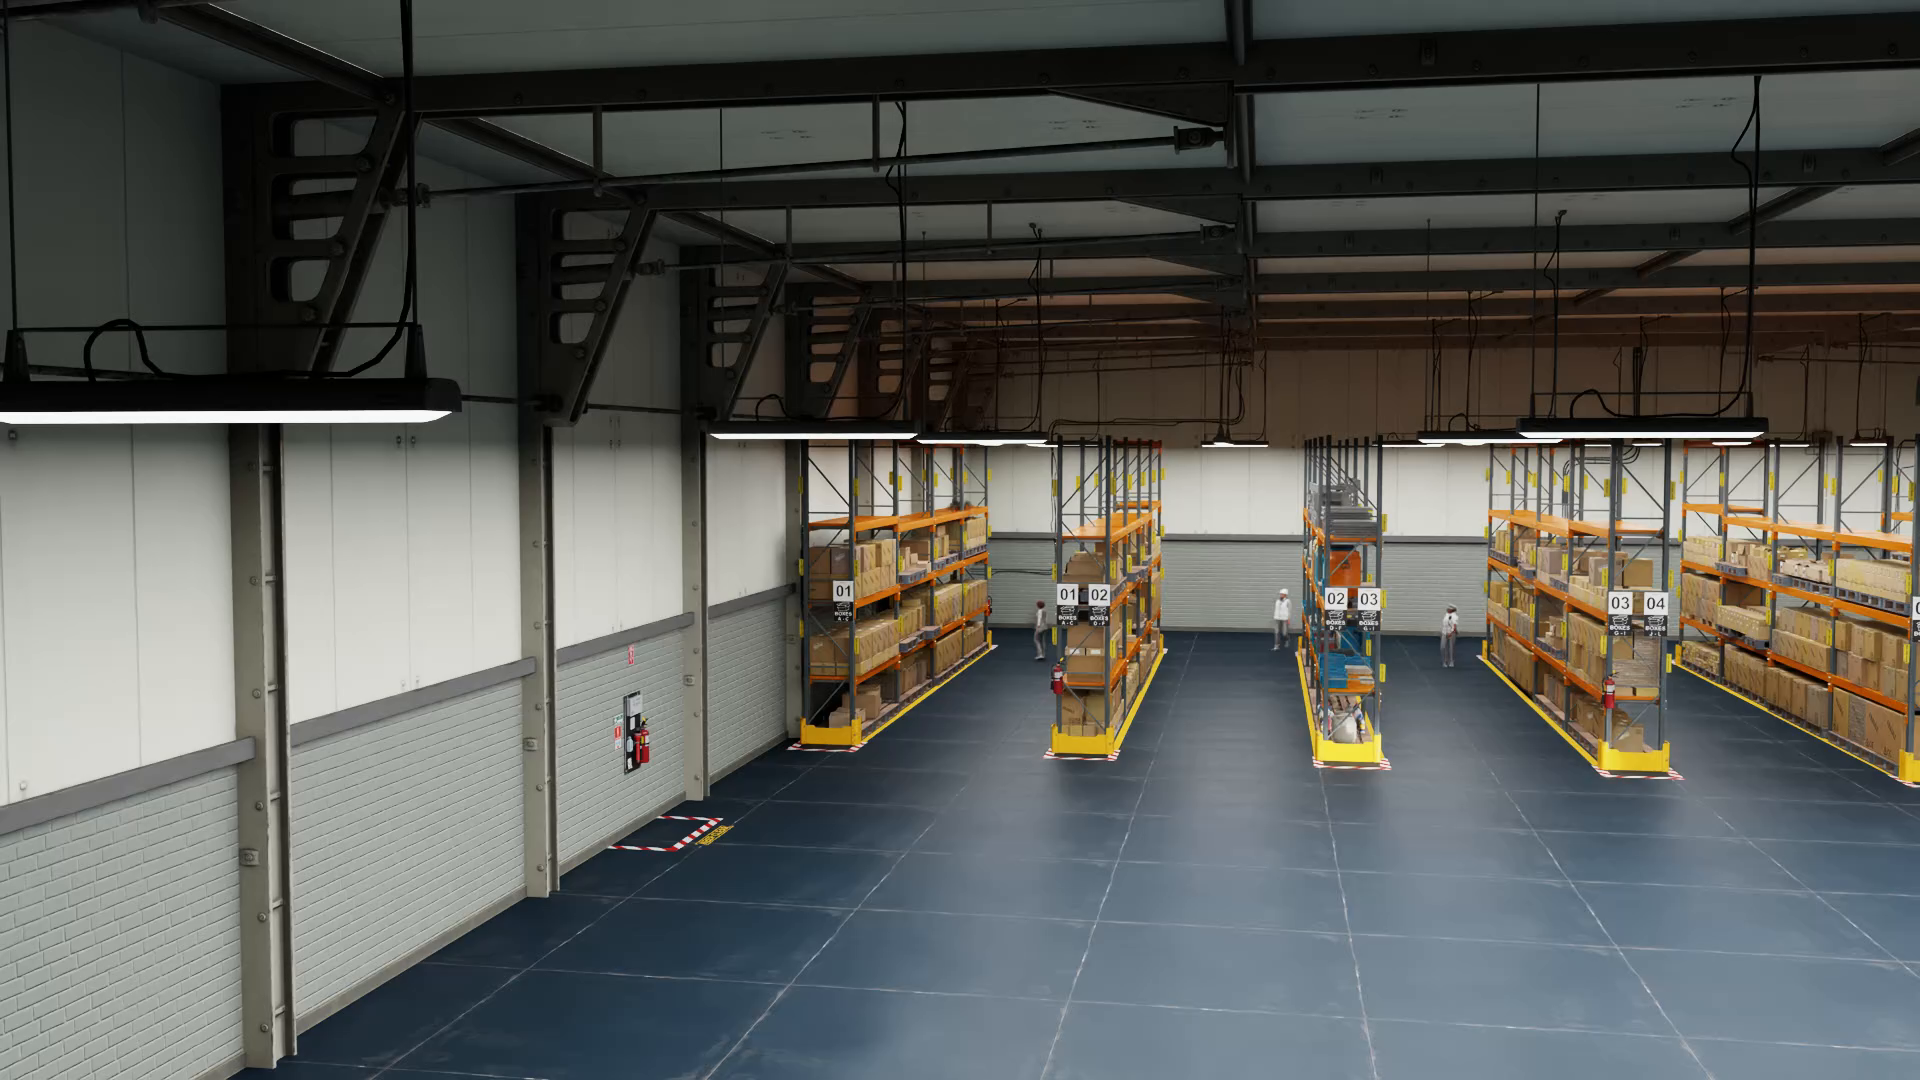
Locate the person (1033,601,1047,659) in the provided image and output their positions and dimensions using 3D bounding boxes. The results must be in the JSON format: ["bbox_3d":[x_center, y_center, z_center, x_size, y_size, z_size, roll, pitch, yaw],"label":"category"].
[{"bbox_3d":[2.220,2.479,45.643,0.314,1.647,0.479,2,4,29],"label":"person"}]

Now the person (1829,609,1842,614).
[{"bbox_3d":[22.198,2.561,42.150,0.640,1.803,0.611,-1,3,-20],"label":"person"}]

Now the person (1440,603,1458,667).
[{"bbox_3d":[12.868,2.550,43.831,0.491,1.744,0.617,2,4,36],"label":"person"}]

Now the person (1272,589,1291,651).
[{"bbox_3d":[9.204,2.268,47.461,0.543,1.766,0.577,2,4,28],"label":"person"}]
